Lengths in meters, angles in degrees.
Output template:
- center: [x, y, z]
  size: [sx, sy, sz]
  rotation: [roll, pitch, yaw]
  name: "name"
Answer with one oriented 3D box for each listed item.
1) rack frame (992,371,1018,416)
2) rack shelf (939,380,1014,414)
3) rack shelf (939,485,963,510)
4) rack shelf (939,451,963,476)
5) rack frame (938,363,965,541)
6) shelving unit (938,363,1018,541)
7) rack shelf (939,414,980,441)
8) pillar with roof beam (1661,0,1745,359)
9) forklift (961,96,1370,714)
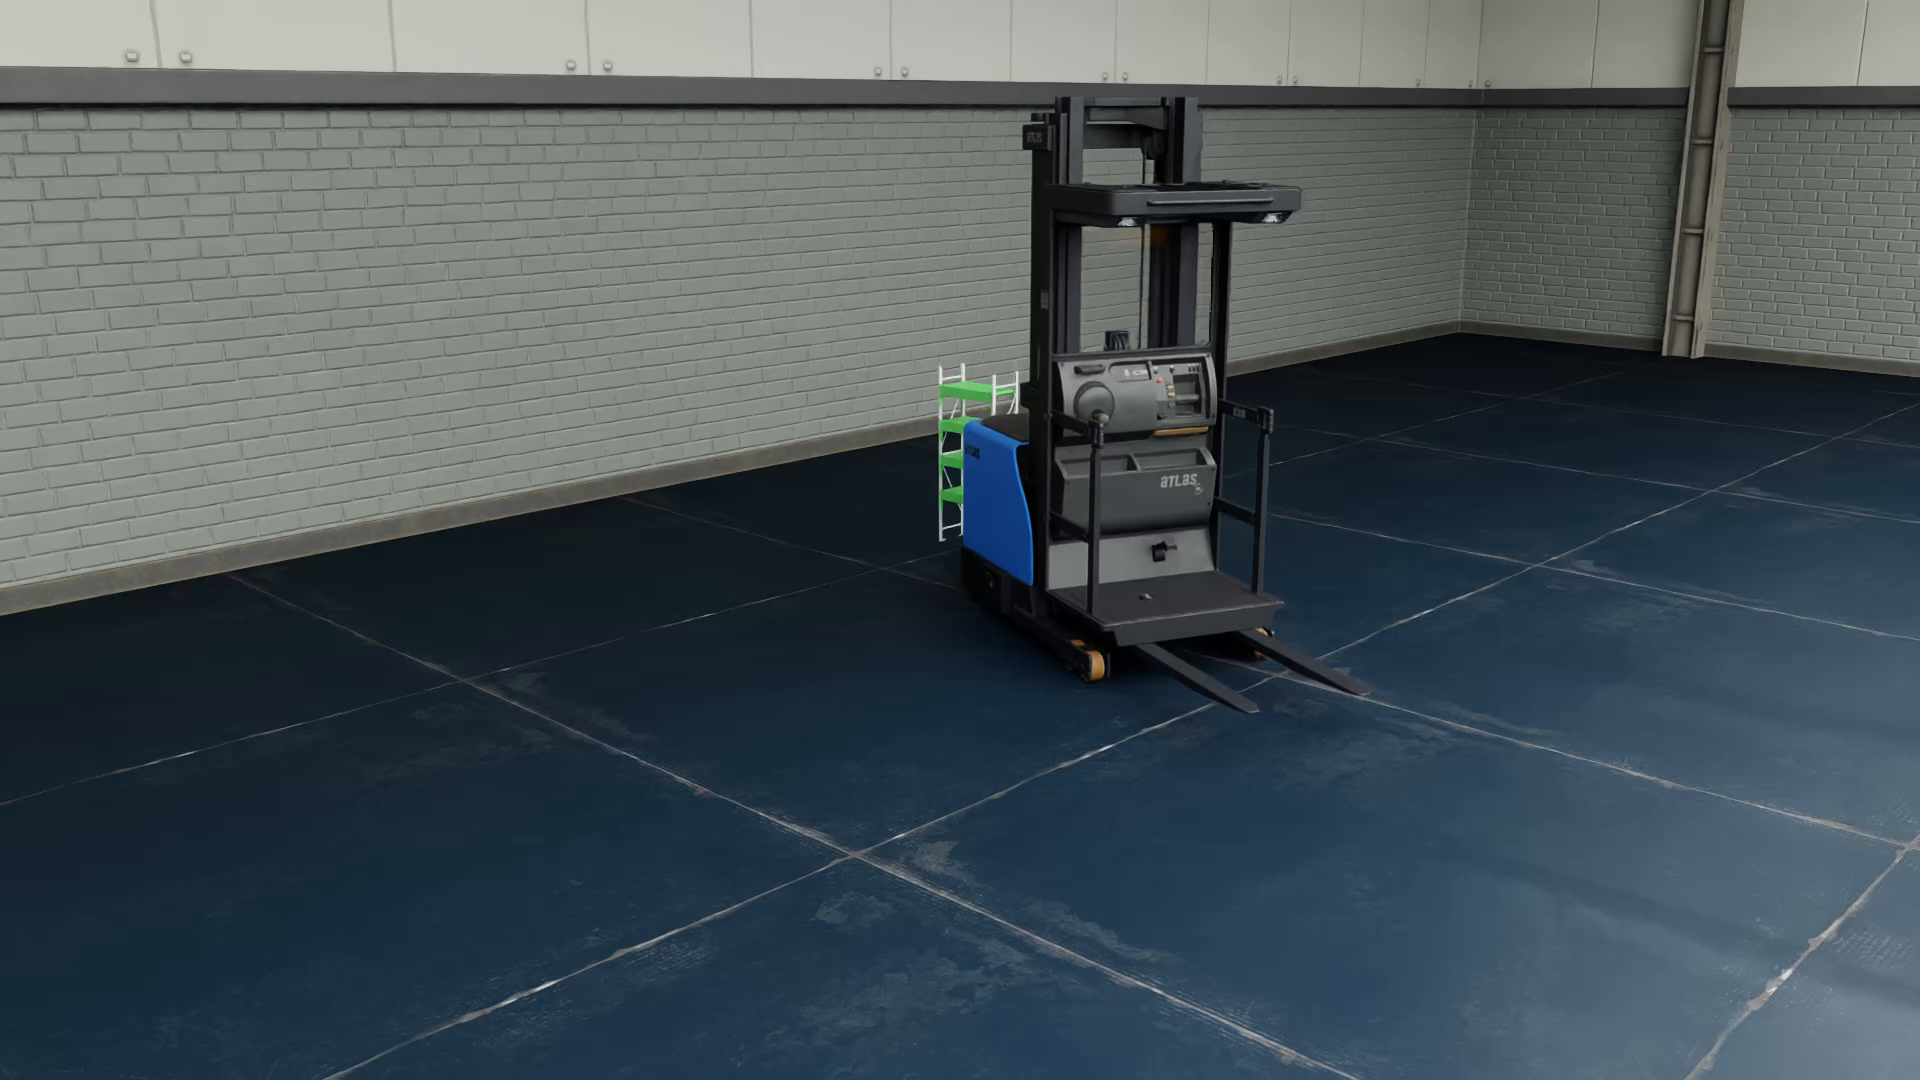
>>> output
- center: [0.295, -0.509, 11.006]
  size: [0.015, 1.200, 0.240]
  rotation: [14, 20, 42]
  name: "rack frame"
- center: [0.119, -0.954, 11.065]
  size: [0.480, 0.148, 0.258]
  rotation: [14, 20, 42]
  name: "rack shelf"
- center: [0.119, -0.258, 11.246]
  size: [0.480, 0.148, 0.258]
  rotation: [14, 20, 42]
  name: "rack shelf"
- center: [0.119, -0.490, 11.186]
  size: [0.480, 0.148, 0.258]
  rotation: [14, 20, 42]
  name: "rack shelf"
- center: [-0.057, -0.594, 11.334]
  size: [0.015, 1.200, 0.240]
  rotation: [14, 20, 42]
  name: "rack frame"
- center: [0.119, -0.552, 11.170]
  size: [0.503, 1.200, 0.258]
  rotation: [14, 20, 42]
  name: "shelving unit"
- center: [0.119, -0.722, 11.125]
  size: [0.480, 0.148, 0.258]
  rotation: [14, 20, 42]
  name: "rack shelf"
- center: [5.664, -5.781, 15.771]
  size: [0.400, 9.000, 9.100]
  rotation: [14, 20, 42]
  name: "pillar with roof beam"
- center: [1.037, -0.804, 8.706]
  size: [1.130, 2.935, 3.031]
  rotation: [-6, 16, -22]
  name: "forklift"
